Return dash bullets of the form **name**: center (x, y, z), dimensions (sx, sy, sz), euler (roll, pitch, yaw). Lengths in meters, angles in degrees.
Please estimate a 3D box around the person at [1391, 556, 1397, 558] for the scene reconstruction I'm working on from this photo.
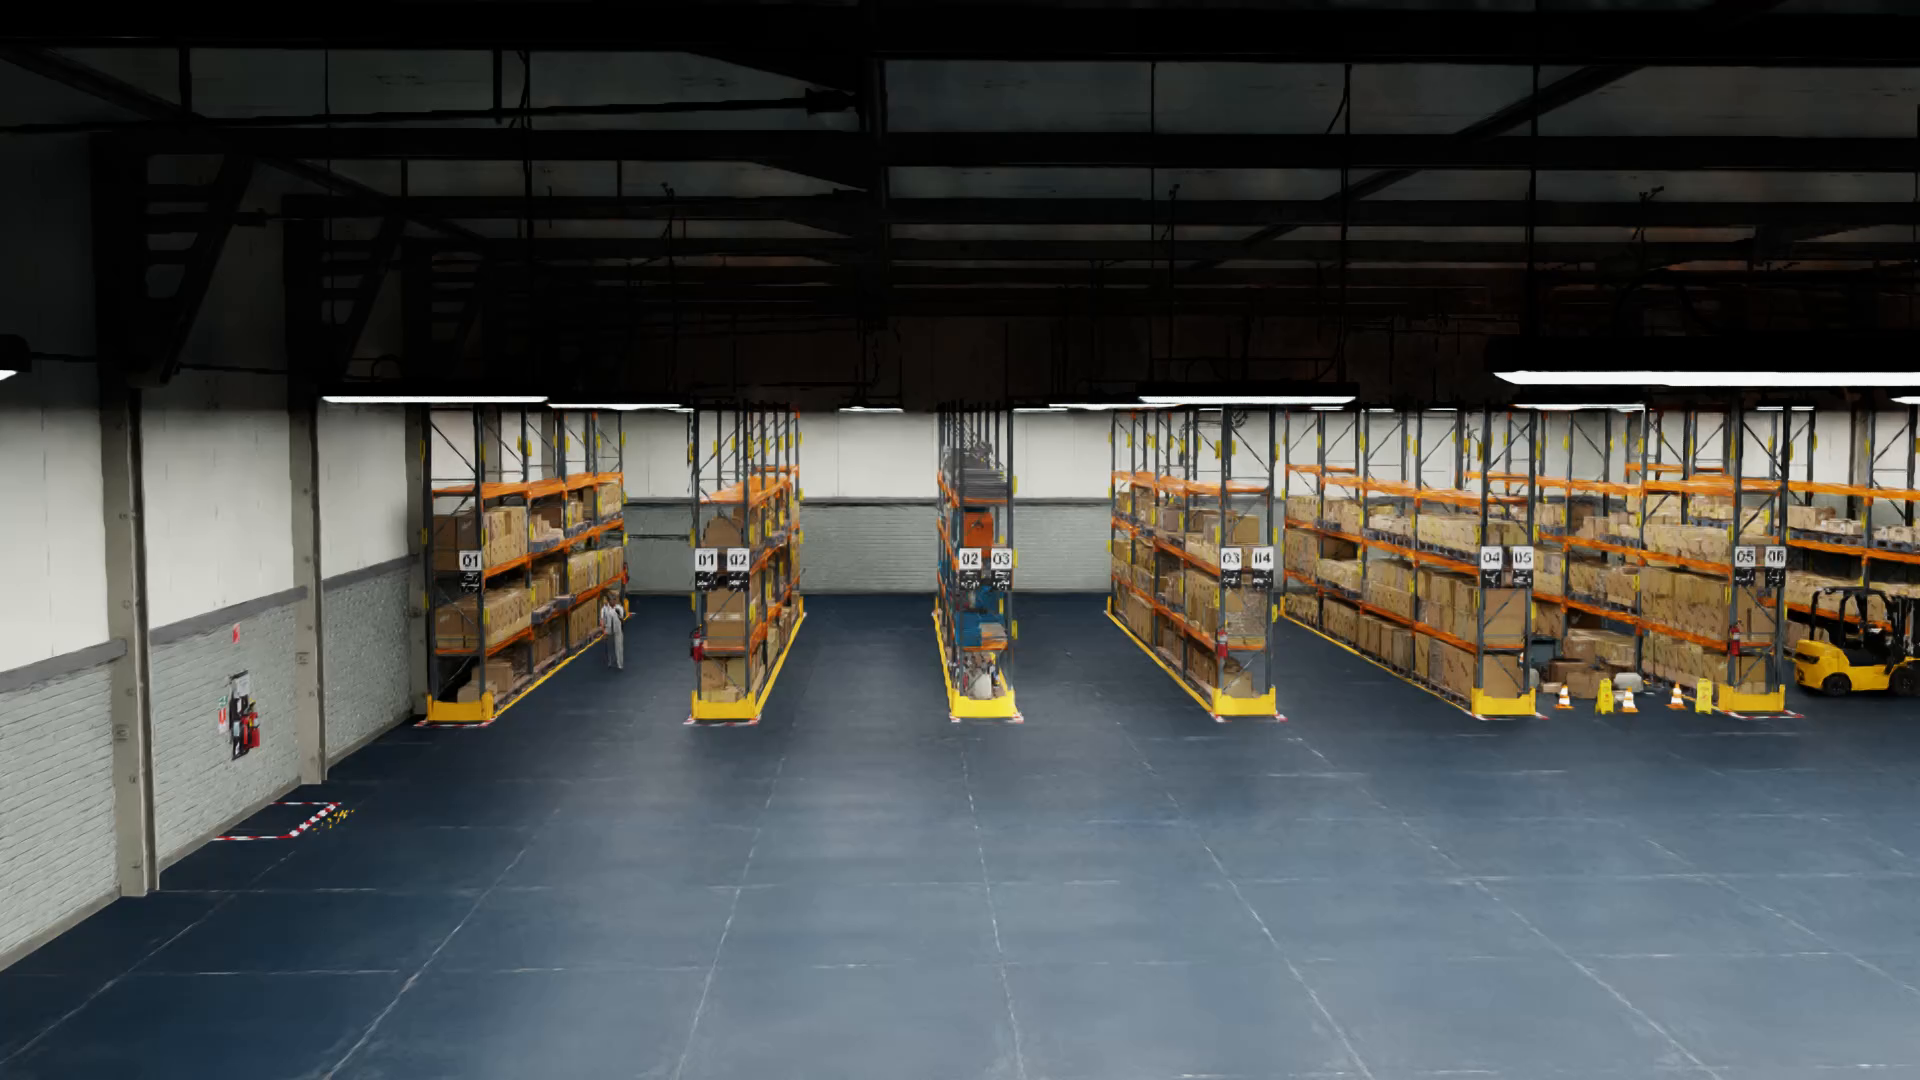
- **person**: center (12.000, 1.321, 46.204), dimensions (0.587, 1.763, 0.677), euler (1, 5, 19)

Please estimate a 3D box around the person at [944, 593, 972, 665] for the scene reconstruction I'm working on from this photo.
- **person**: center (-0.031, 1.999, 36.381), dimensions (0.562, 1.480, 0.578), euler (-1, 4, -15)

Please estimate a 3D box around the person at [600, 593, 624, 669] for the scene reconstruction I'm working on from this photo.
- **person**: center (-7.813, 2.019, 37.336), dimensions (0.536, 1.707, 1.037), euler (-1, 4, -11)
